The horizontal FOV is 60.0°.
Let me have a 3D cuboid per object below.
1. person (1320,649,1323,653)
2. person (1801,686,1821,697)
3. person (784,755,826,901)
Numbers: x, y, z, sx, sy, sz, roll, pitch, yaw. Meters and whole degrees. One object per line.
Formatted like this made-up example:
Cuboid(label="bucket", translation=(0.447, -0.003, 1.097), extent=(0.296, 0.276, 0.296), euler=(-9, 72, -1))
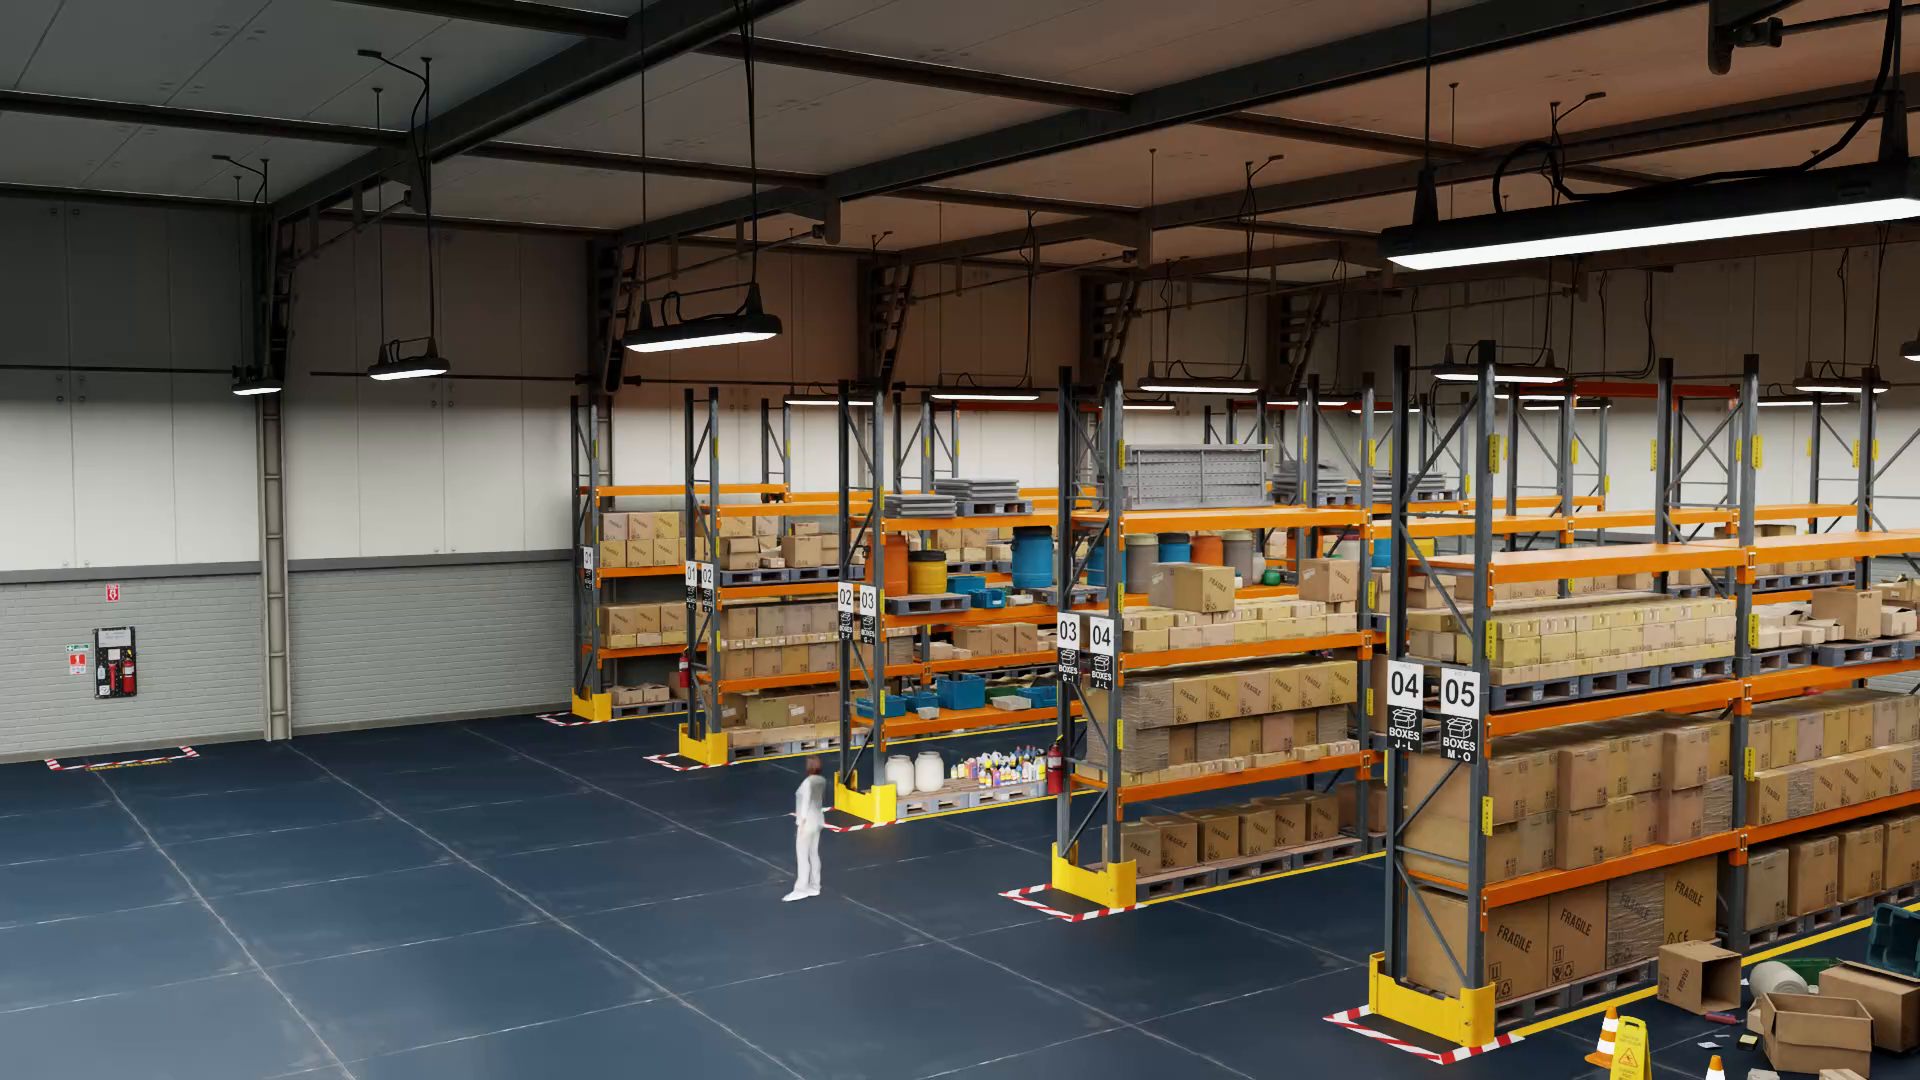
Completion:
Cuboid(label="person", translation=(7.951, 2.059, 37.194), extent=(0.398, 1.728, 0.603), euler=(3, 5, 42))
Cuboid(label="person", translation=(12.640, 2.851, 24.696), extent=(0.995, 1.716, 0.488), euler=(-2, 4, -35))
Cuboid(label="person", translation=(-1.739, 3.235, 18.774), extent=(0.372, 1.614, 0.487), euler=(1, 4, 18))
